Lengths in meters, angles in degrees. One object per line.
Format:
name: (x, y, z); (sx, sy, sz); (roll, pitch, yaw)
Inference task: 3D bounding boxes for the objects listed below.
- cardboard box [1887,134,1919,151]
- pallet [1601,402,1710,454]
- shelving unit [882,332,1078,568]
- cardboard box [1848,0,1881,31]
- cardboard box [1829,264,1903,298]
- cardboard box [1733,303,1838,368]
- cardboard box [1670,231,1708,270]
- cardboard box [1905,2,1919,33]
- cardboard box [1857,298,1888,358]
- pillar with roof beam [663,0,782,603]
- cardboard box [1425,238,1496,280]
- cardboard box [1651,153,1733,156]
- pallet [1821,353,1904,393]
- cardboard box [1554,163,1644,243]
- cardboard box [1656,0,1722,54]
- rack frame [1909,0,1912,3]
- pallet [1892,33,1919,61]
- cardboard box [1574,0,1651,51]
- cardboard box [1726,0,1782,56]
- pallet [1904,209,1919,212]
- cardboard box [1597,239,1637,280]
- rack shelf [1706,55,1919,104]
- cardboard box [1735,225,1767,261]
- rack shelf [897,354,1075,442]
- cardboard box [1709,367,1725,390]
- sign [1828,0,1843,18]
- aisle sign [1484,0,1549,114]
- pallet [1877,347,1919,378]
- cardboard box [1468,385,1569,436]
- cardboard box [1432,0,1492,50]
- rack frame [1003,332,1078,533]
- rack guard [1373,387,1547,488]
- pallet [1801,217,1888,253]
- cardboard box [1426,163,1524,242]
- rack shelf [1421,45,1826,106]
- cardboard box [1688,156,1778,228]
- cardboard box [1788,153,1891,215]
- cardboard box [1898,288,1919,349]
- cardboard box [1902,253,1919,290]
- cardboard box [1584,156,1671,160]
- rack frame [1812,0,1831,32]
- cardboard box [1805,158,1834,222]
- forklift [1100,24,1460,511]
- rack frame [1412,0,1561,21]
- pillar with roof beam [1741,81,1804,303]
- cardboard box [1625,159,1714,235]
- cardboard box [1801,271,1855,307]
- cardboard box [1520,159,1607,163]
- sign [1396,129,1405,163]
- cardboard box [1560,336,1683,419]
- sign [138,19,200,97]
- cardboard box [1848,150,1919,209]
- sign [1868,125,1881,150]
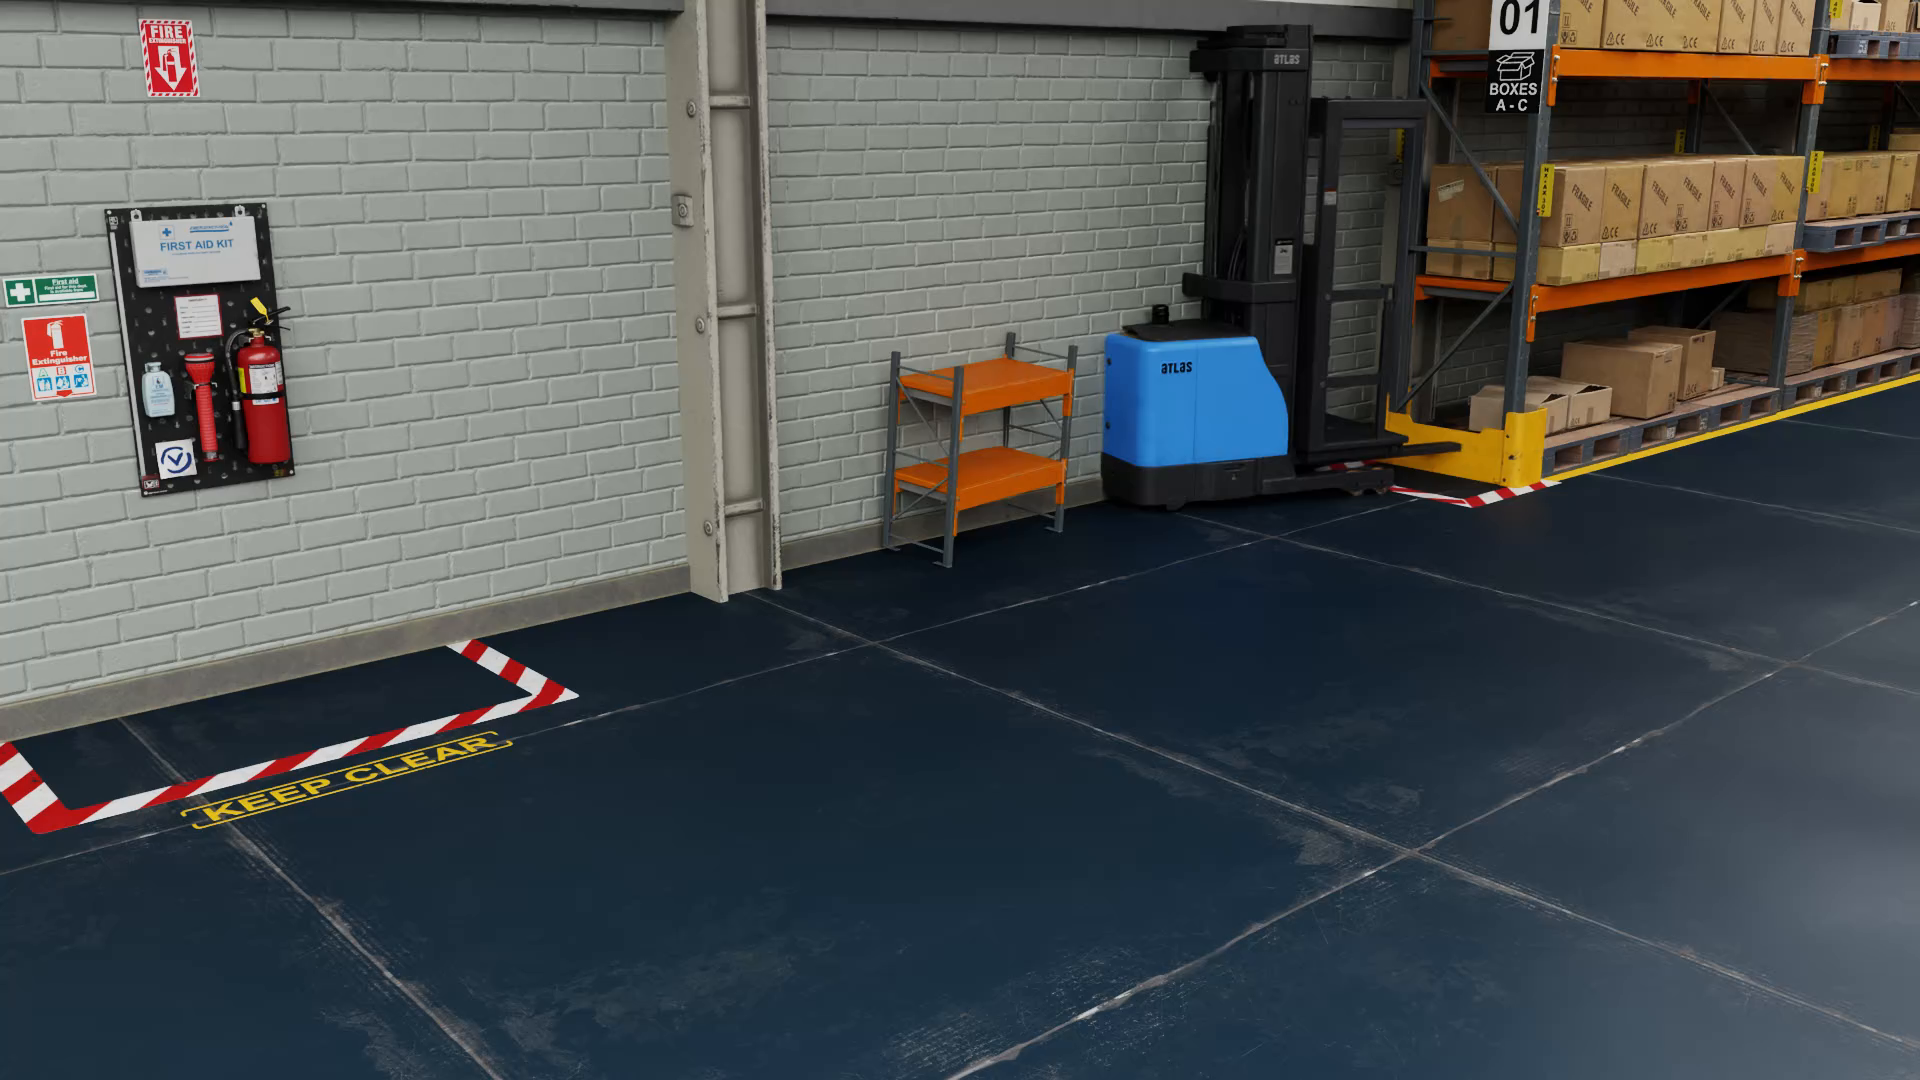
cardboard box: (8.941, -3.727, 15.588); (0.380, 0.149, 0.250); (12, 19, 38)
pallet: (4.993, -0.921, 12.791); (1.213, 0.211, 1.003); (-13, 19, -39)
shelving unit: (0.118, -0.541, 9.527); (0.538, 1.125, 1.048); (18, 22, 37)
cardboard box: (7.327, -4.387, 13.910); (0.500, 0.311, 0.500); (-12, 19, -38)
cardboard box: (8.435, -2.425, 15.556); (0.500, 0.250, 0.500); (-12, 19, -38)
cardboard box: (7.299, -1.827, 14.769); (0.500, 0.500, 0.700); (-13, 20, -40)
cardboard box: (5.110, -2.139, 12.196); (0.500, 0.250, 0.500); (-12, 19, -39)
cardboard box: (8.376, -4.582, 15.040); (0.637, 0.503, 0.797); (-9, 18, -32)
cardboard box: (8.085, -1.993, 15.391); (0.500, 0.500, 0.700); (-13, 20, -40)
pillar with roof beam: (1.640, -3.250, 4.481); (0.400, 9.000, 9.100); (-13, 19, -39)
cardboard box: (3.605, -1.974, 11.578); (0.500, 0.250, 0.500); (-12, 19, -39)
cardboard box: (5.906, -2.858, 13.434); (0.500, 0.500, 0.500); (-13, 20, -41)
pallet: (7.905, -1.590, 15.293); (1.213, 0.211, 1.003); (-13, 19, -39)
cardboard box: (4.317, -2.323, 11.433); (0.500, 0.500, 0.500); (-13, 19, -39)
cardboard box: (5.004, -3.702, 11.753); (0.500, 0.500, 0.500); (-11, 19, -36)
rack frame: (9.415, -6.173, 15.423); (0.127, 3.000, 1.000); (-13, 19, -39)
pallet: (7.714, -4.216, 14.271); (1.003, 0.211, 1.213); (-13, 19, -39)
cardboard box: (4.225, -3.519, 11.065); (0.500, 0.500, 0.500); (-11, 19, -36)
cardboard box: (5.789, -3.887, 12.446); (0.500, 0.500, 0.500); (14, 20, 42)
pallet: (8.947, -3.041, 15.692); (1.003, 0.211, 1.213); (-13, 19, -39)
cardboard box: (4.339, -1.968, 11.558); (0.500, 0.250, 0.500); (-13, 20, -41)
rack shelf: (7.906, -4.038, 14.634); (4.000, 0.370, 1.077); (-13, 19, -39)
cardboard box: (5.858, -2.312, 12.846); (0.500, 0.250, 0.500); (-13, 19, -39)
rack shelf: (0.136, -0.820, 9.438); (0.538, 0.278, 1.000); (18, 22, 37)
cardboard box: (6.014, -1.344, 13.608); (0.380, 0.166, 0.250); (13, 20, 40)
sign: (6.759, -4.192, 12.816); (0.005, 0.325, 0.100); (-13, 19, -39)
aisle sign: (3.523, -3.105, 10.524); (0.004, 0.787, 0.394); (-13, 19, -39)
pallet: (8.825, -1.795, 16.062); (1.213, 0.211, 1.003); (-13, 19, -39)
cardboard box: (3.961, -0.933, 11.787); (0.500, 0.311, 0.500); (13, 20, 41)
cardboard box: (3.529, -3.547, 11.170); (0.500, 0.500, 0.500); (-11, 18, -35)
rack frame: (0.446, -0.641, 9.902); (0.500, 1.125, 0.032); (18, 22, 37)
rack guard: (3.437, -0.725, 11.494); (0.348, 0.500, 1.175); (-13, 19, -39)
pallet: (7.070, -2.606, 14.064); (1.213, 0.211, 1.003); (-13, 19, -39)
cardboard box: (3.596, -2.340, 11.497); (0.500, 0.500, 0.500); (-13, 20, -40)
rack shelf: (4.889, -3.360, 12.098); (4.000, 0.370, 1.077); (-13, 19, -39)
cardboard box: (5.871, -2.671, 12.734); (0.500, 0.500, 0.500); (-13, 20, -40)
cardboard box: (7.706, -3.148, 14.678); (0.500, 0.500, 0.700); (-10, 18, -32)
cardboard box: (8.906, -2.147, 15.968); (0.500, 0.500, 0.700); (-12, 19, -39)
cardboard box: (10.056, -2.538, 16.791); (0.750, 0.750, 0.750); (-13, 20, -40)
cardboard box: (5.134, -2.687, 12.797); (0.500, 0.500, 0.500); (-12, 19, -38)
rack frame: (6.397, -5.495, 12.886); (0.127, 3.000, 1.000); (-13, 19, -39)
cardboard box: (6.804, -2.938, 13.889); (0.500, 0.500, 0.700); (-13, 19, -39)
forklift: (2.298, -1.826, 10.905); (3.031, 2.935, 1.130); (-6, 16, -22)
rack frame: (3.380, -4.818, 10.349); (0.127, 3.000, 1.000); (-13, 19, -39)
pillar with roof beam: (10.692, -5.283, 12.091); (0.400, 9.000, 9.100); (-13, 19, -39)
cardboard box: (5.092, -2.499, 12.093); (0.500, 0.500, 0.500); (-12, 19, -38)
cardboard box: (7.662, -2.256, 14.923); (0.500, 0.250, 0.500); (-13, 20, -41)
cardboard box: (4.369, -2.512, 12.140); (0.500, 0.500, 0.500); (-13, 20, -41)
sign: (3.031, -2.743, 11.351); (0.005, 0.325, 0.100); (-13, 19, -39)
cardboard box: (4.977, -1.235, 12.553); (0.500, 0.500, 0.700); (-14, 21, -43)
sign: (-3.147, -1.917, 6.622); (0.199, 0.298, 0.001); (-13, 19, -39)
cardboard box: (8.663, -3.354, 15.448); (0.700, 0.500, 0.500); (14, 20, 42)
sign: (9.048, -3.942, 16.450); (0.005, 0.325, 0.100); (-13, 19, -39)
